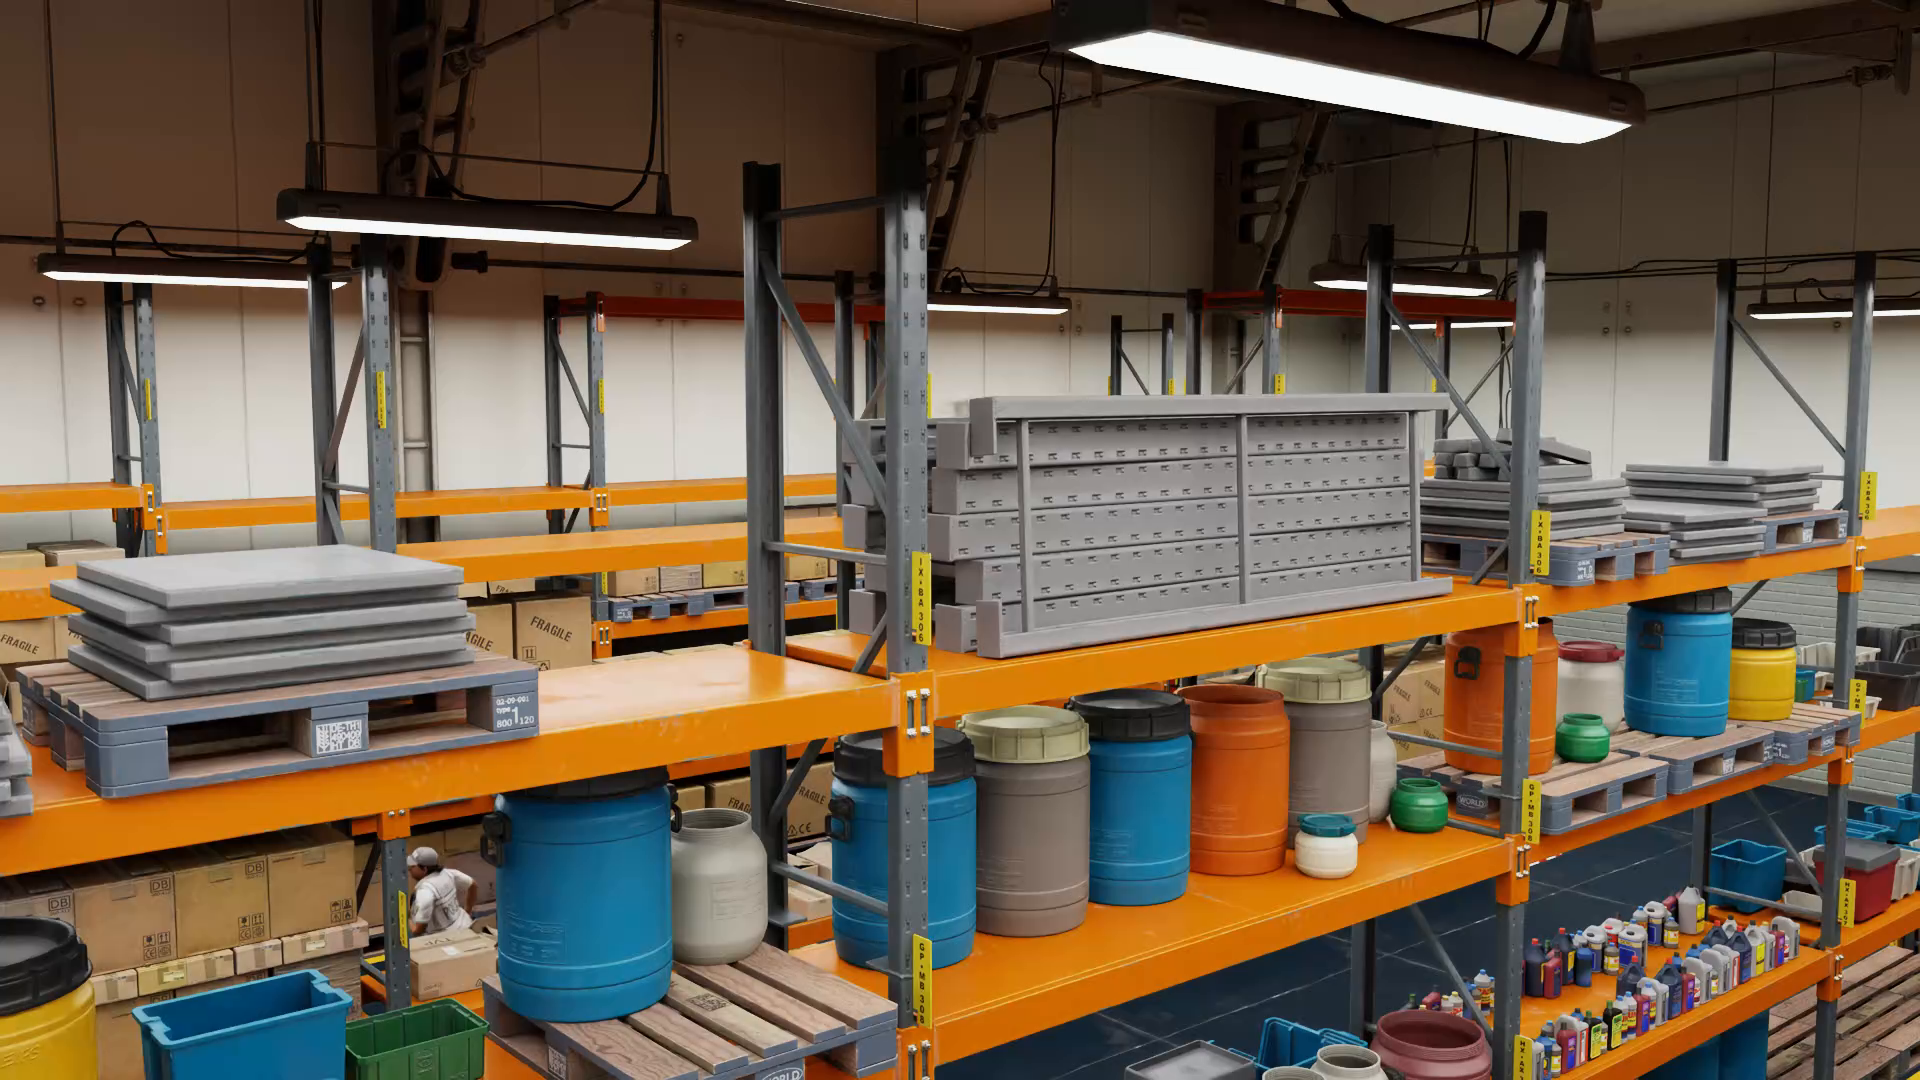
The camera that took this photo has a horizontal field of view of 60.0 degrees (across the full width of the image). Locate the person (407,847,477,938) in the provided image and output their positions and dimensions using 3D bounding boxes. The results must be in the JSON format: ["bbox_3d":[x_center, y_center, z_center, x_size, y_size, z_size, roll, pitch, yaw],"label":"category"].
[{"bbox_3d":[-4.006,3.122,12.931,0.683,1.584,0.734,-1,6,-14],"label":"person"}]
